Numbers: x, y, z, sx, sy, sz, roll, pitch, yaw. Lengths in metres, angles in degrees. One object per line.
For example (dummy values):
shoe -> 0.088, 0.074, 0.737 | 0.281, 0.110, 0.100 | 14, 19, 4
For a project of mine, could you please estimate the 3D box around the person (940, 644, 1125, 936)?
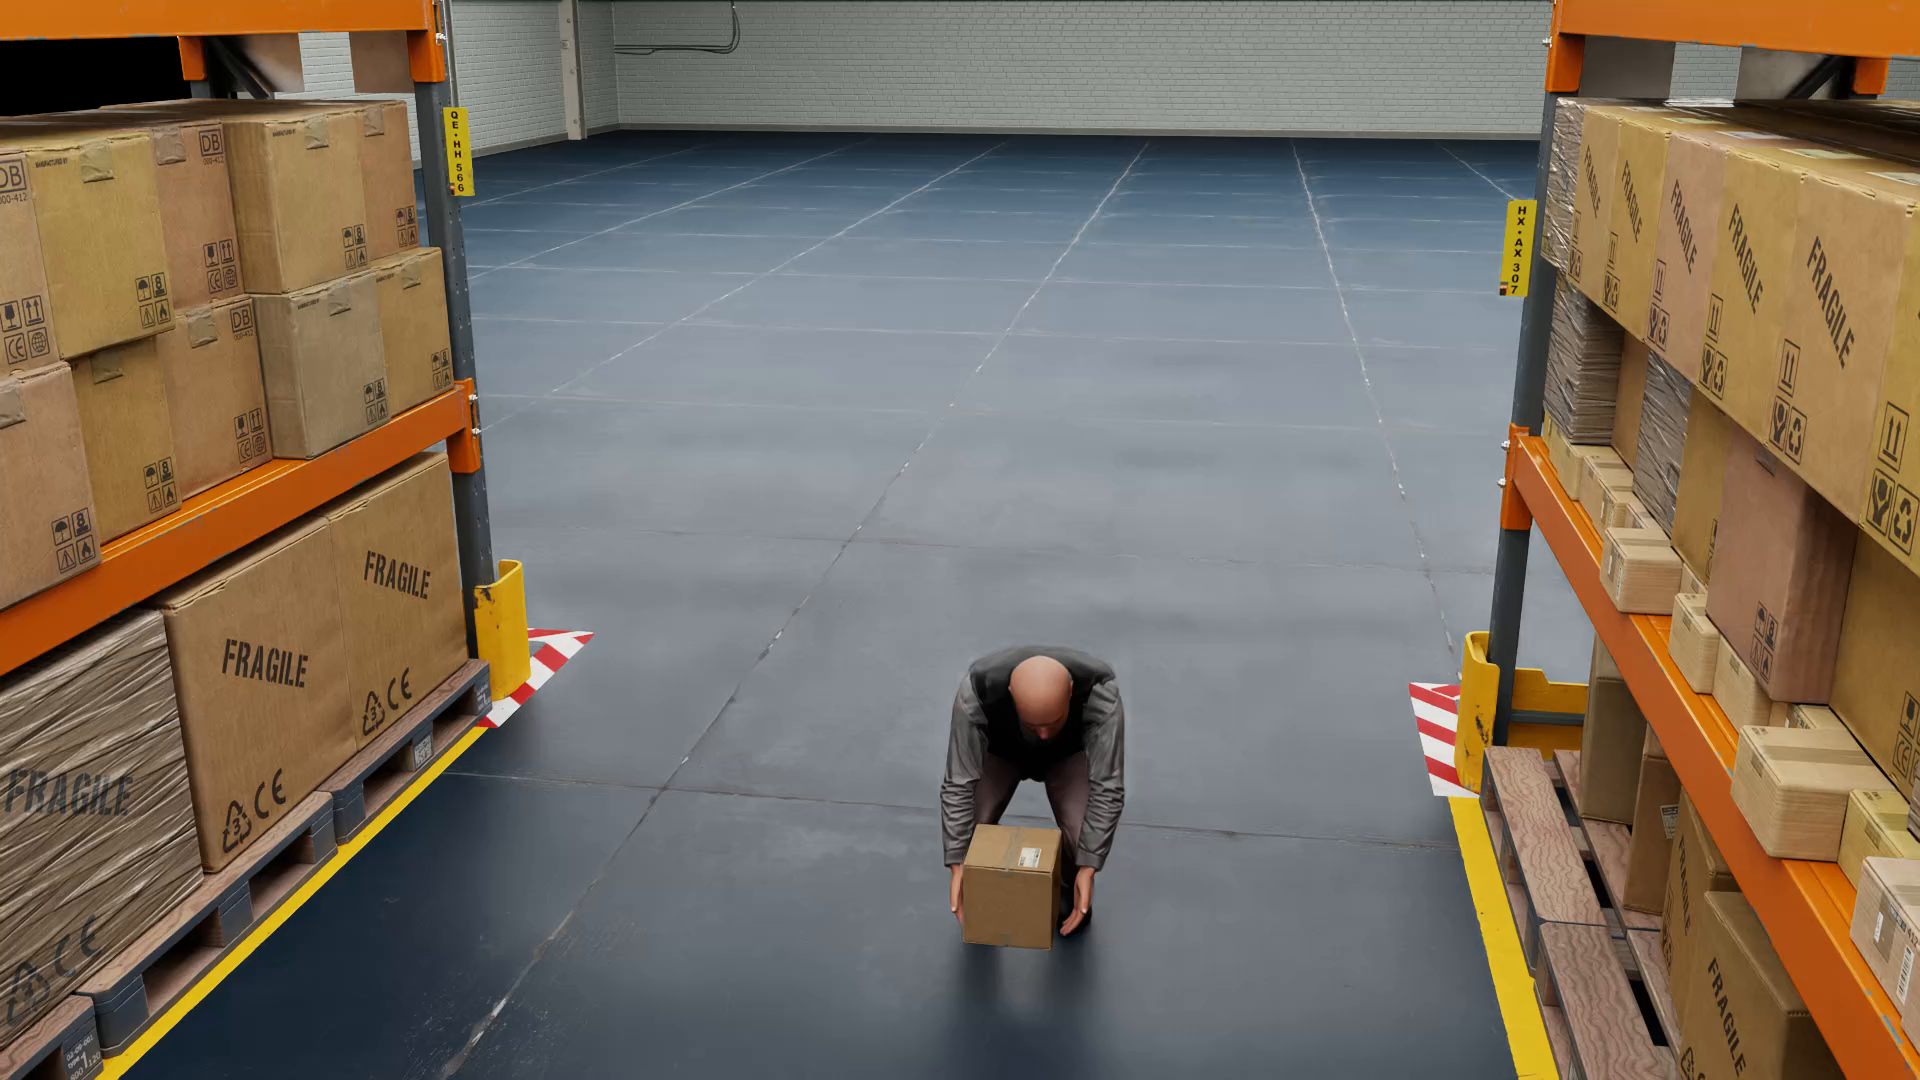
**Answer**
person -> 0.236, 0.719, 5.044 | 0.548, 0.998, 0.863 | 3, 18, 9
